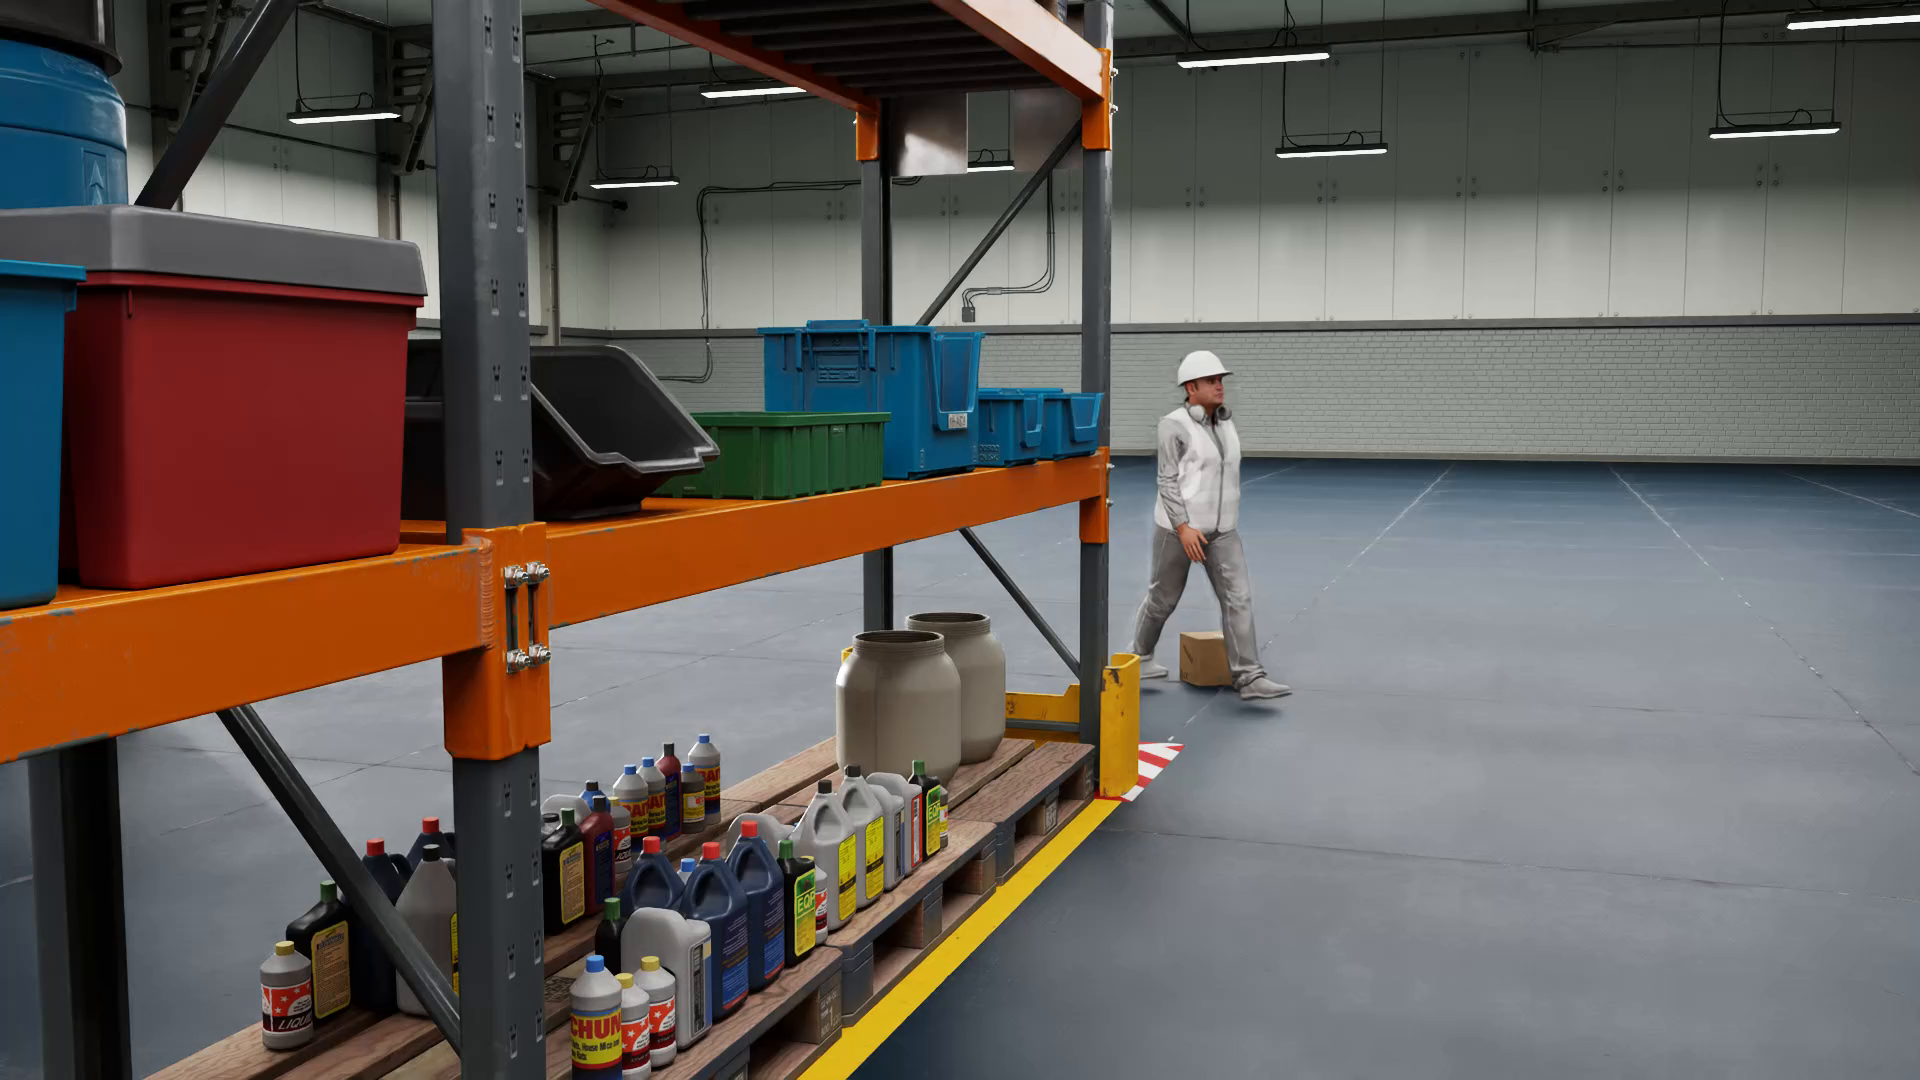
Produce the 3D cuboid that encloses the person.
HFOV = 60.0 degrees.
[{"bbox_3d":[1.199,-0.080,8.291,0.536,1.717,1.067,-3,6,-29],"label":"person"}]
